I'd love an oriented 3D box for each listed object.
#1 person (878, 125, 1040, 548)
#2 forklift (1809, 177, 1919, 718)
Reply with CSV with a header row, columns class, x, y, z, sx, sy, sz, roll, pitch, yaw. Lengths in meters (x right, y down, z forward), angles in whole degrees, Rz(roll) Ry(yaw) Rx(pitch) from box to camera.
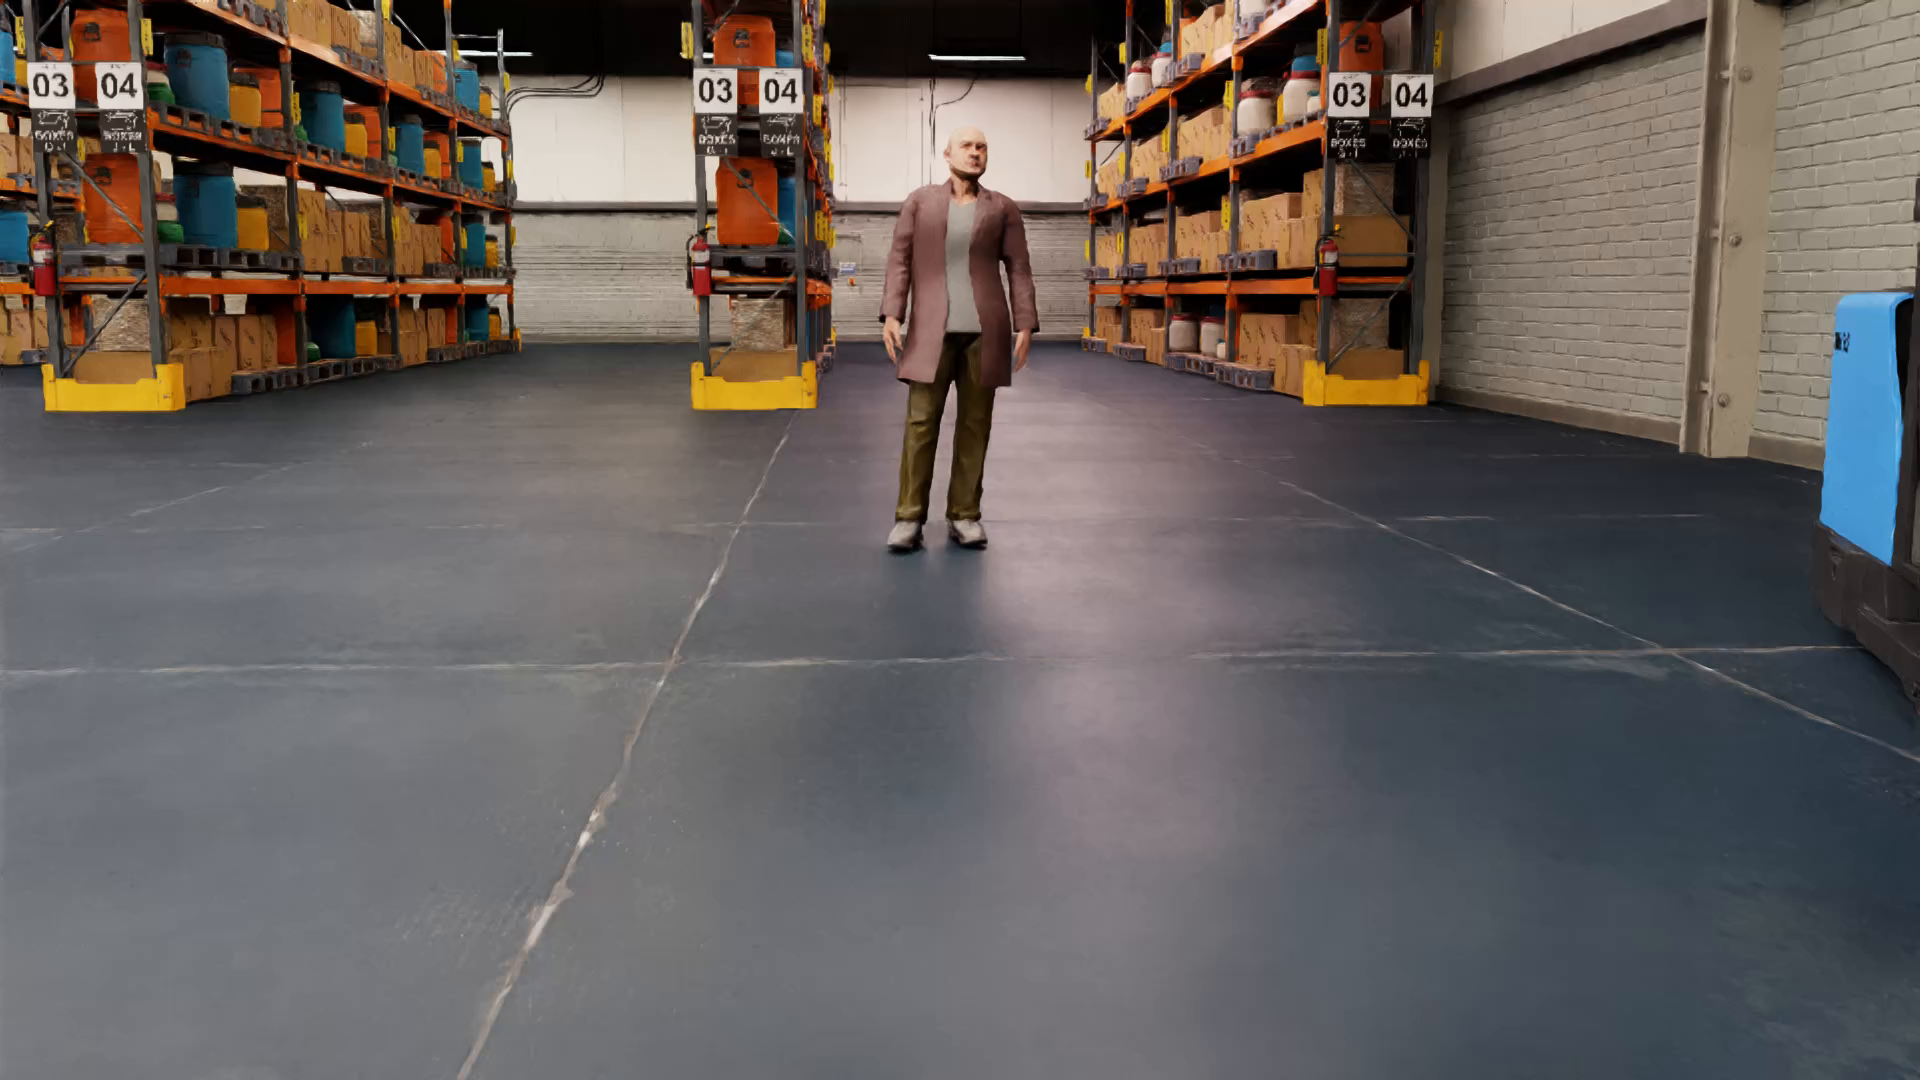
class,x,y,z,sx,sy,sz,roll,pitch,yaw
person,0.001,-0.873,7.088,0.694,1.776,0.580,-1,8,-4
forklift,2.986,-0.983,3.951,1.130,2.935,3.031,2,9,16
